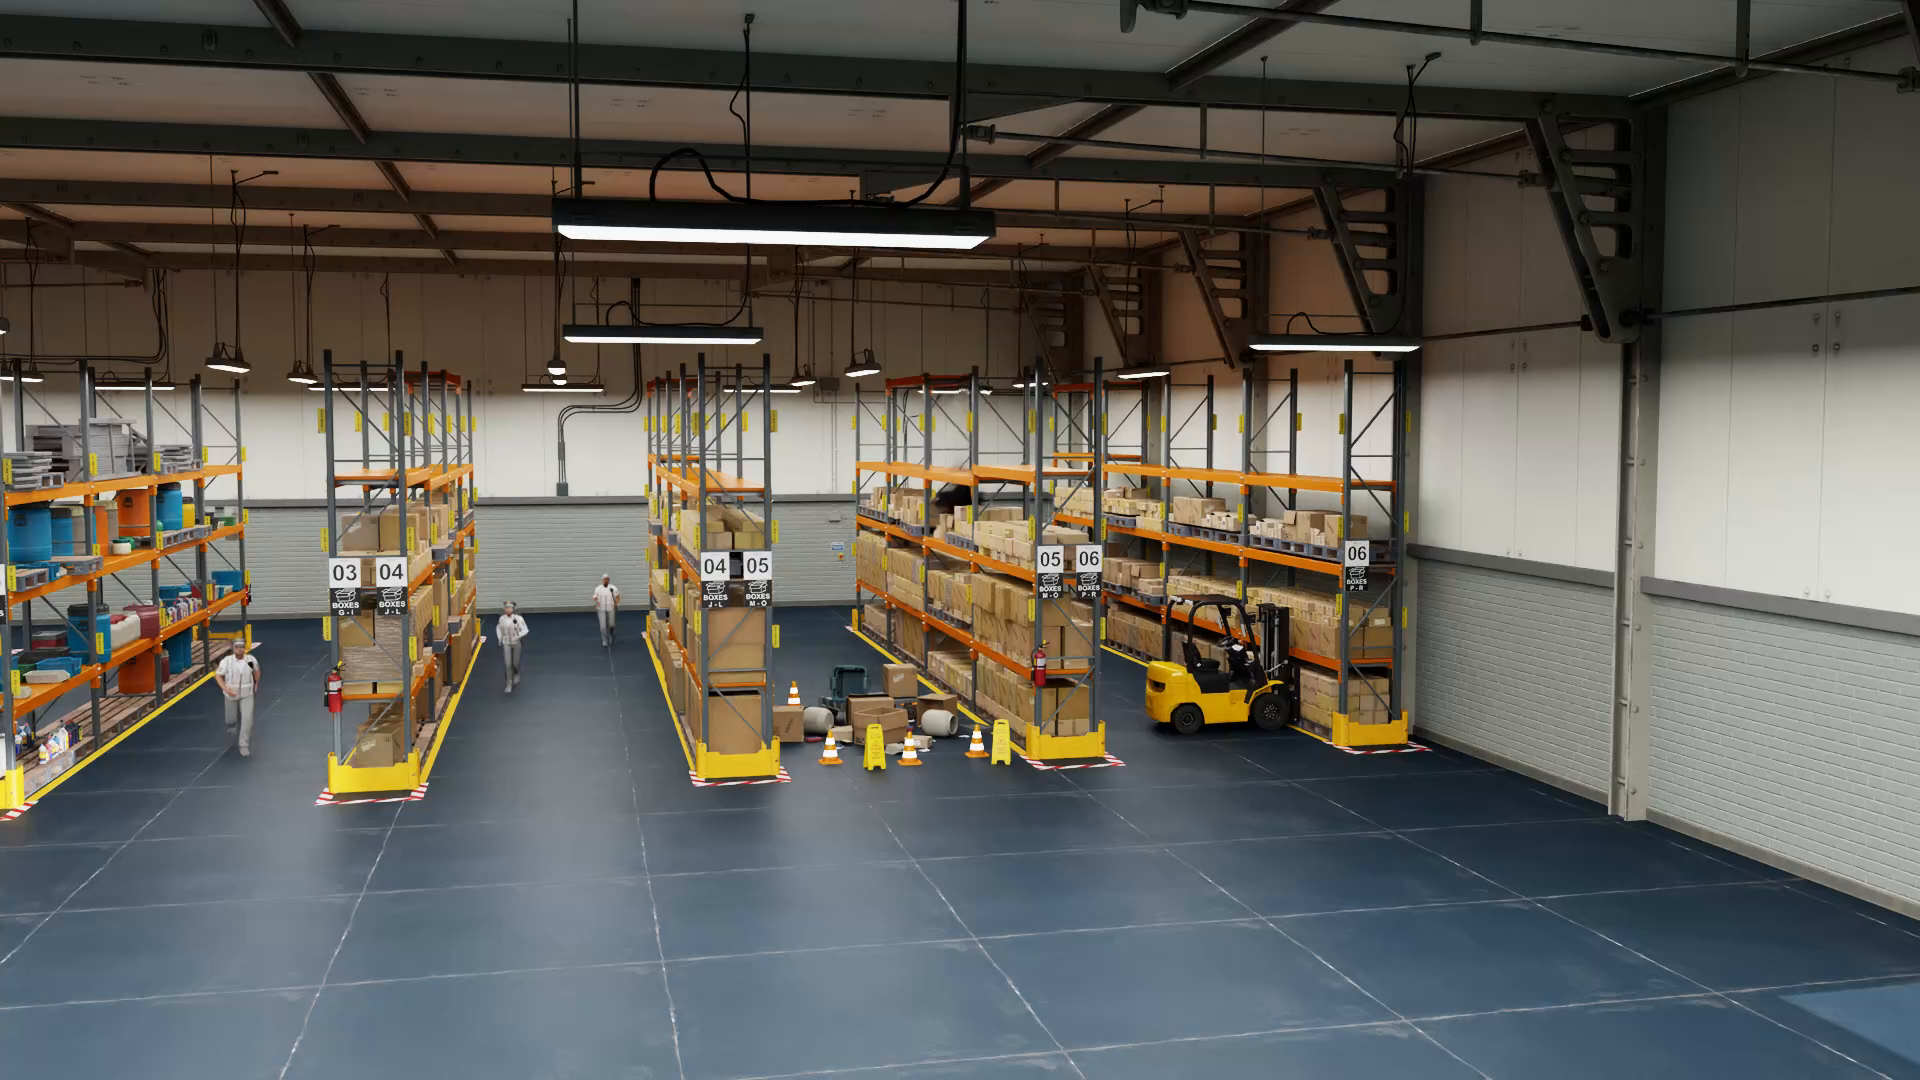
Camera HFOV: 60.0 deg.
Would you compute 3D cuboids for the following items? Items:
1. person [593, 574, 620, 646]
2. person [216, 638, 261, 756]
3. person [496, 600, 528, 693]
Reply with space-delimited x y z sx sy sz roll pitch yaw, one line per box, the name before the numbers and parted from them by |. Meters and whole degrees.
person | -7.955 1.586 37.416 0.598 1.622 0.533 -1 4 -11
person | -11.069 2.378 25.529 0.642 1.783 1.023 -2 4 -25
person | -8.415 1.969 31.256 0.608 1.705 0.833 0 4 -6
